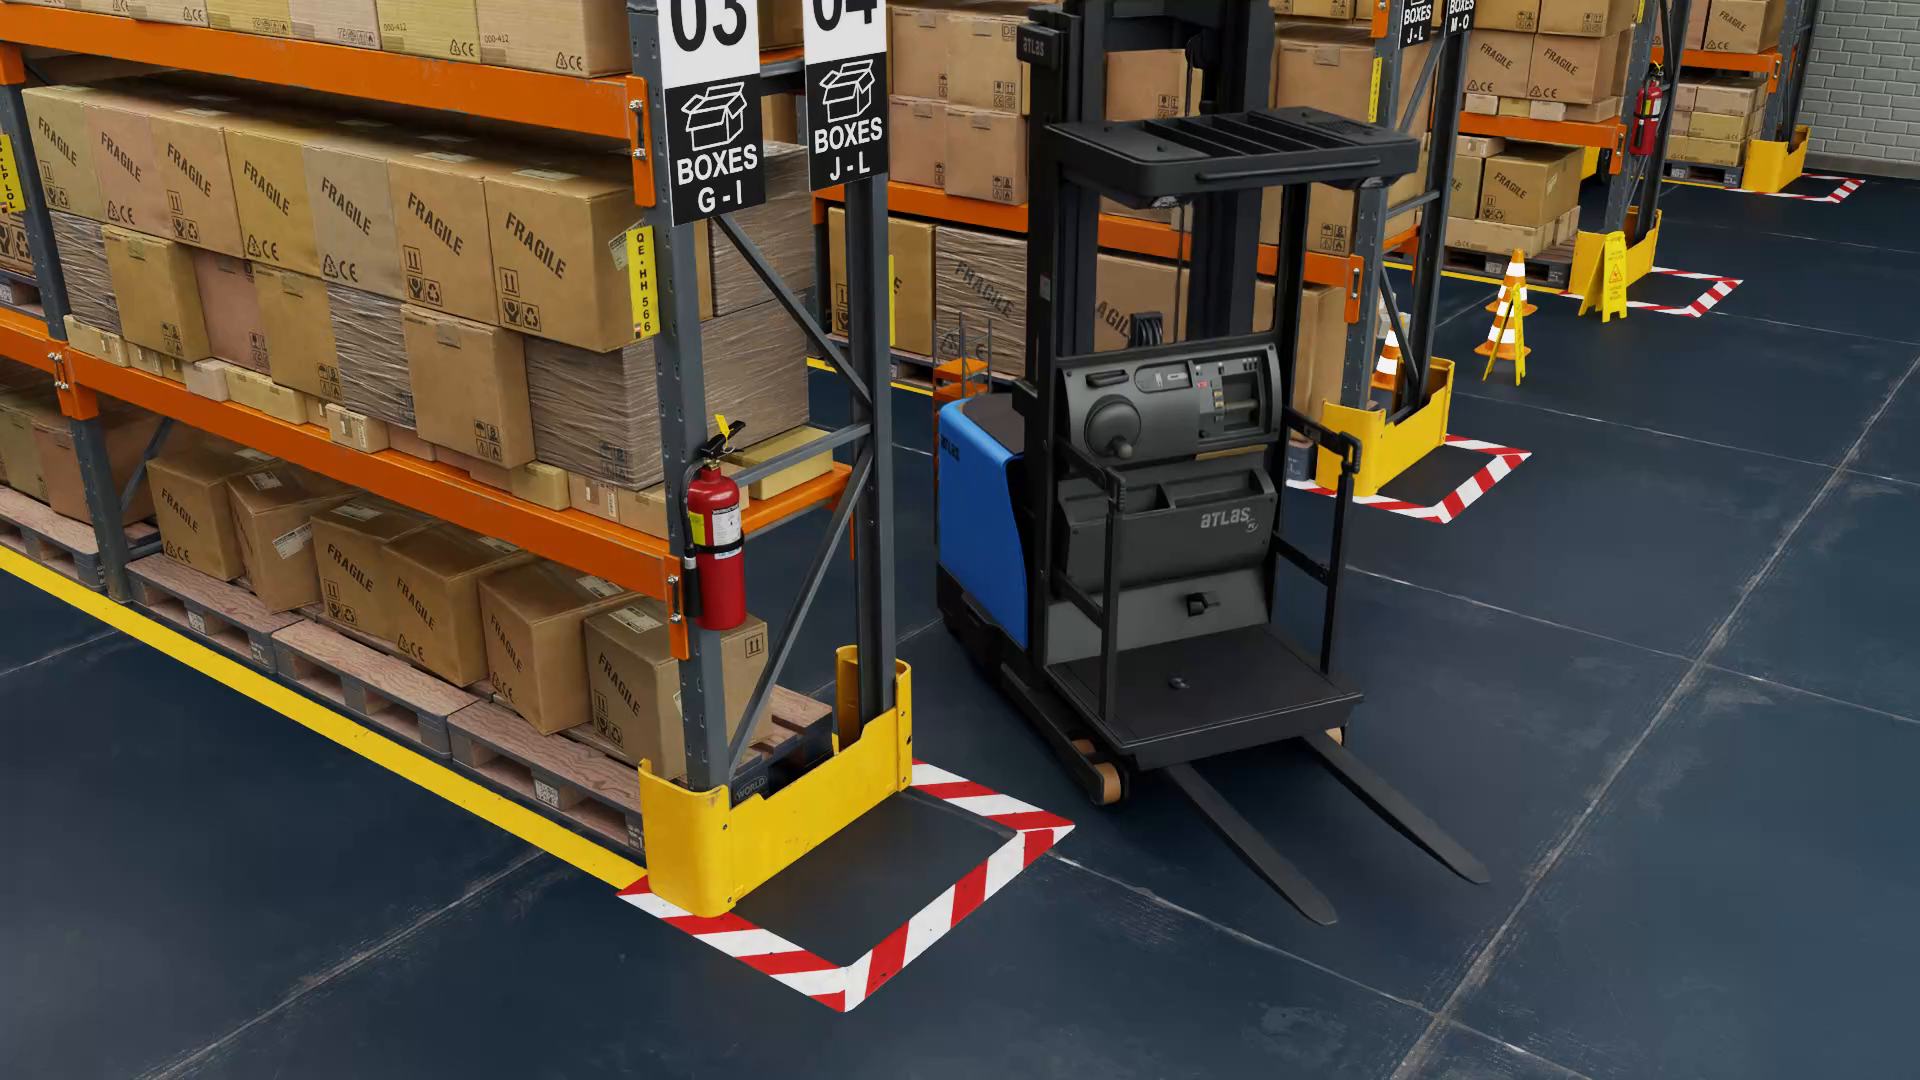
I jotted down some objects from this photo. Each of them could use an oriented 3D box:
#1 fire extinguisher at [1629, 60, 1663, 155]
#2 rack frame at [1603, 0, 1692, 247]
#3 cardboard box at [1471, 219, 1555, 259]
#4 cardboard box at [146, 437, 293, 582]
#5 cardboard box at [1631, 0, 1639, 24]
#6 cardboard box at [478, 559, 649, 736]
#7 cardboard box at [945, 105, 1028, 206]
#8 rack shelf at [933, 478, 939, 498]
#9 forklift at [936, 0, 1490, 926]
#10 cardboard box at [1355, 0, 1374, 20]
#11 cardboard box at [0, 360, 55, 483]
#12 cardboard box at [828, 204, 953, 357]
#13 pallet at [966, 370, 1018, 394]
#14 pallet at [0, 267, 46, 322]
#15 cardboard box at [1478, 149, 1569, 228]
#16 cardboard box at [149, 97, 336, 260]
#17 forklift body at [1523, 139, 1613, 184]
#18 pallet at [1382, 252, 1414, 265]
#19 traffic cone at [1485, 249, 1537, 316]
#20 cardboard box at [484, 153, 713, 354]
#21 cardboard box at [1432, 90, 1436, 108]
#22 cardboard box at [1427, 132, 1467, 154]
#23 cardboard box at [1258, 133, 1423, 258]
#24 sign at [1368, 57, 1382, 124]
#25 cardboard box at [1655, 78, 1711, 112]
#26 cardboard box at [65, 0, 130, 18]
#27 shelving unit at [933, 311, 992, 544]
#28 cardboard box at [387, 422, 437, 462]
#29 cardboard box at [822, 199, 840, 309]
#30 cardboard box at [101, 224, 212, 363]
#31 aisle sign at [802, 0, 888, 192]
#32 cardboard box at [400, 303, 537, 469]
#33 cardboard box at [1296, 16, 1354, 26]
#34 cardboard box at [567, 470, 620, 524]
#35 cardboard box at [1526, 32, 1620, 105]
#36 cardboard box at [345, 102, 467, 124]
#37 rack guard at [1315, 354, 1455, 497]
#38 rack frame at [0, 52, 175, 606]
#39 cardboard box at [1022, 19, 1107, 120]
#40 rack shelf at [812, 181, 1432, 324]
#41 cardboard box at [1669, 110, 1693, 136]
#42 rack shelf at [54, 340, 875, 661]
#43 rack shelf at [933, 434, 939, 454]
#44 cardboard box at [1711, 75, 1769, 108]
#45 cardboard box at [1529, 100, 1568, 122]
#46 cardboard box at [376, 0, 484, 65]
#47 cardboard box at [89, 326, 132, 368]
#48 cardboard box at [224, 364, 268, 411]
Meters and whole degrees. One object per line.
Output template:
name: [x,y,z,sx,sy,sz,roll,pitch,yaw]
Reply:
fire extinguisher: [5.169,-3.247,12.496,0.183,0.674,0.296,17,29,33]
rack frame: [5.354,-3.459,12.880,0.127,3.000,1.000,17,29,33]
cardboard box: [4.526,-2.507,13.610,0.500,0.250,0.500,17,29,33]
cardboard box: [-3.495,-0.168,7.989,0.500,0.500,0.500,16,28,32]
cardboard box: [6.956,-5.394,17.147,0.500,0.500,0.500,16,29,32]
cardboard box: [-1.578,0.400,6.701,0.500,0.500,0.500,-17,29,-34]
cardboard box: [0.383,-2.494,10.504,0.550,0.550,0.875,17,29,33]
rack shelf: [0.012,-0.285,8.615,0.180,0.103,0.258,17,29,33]
forklift: [0.912,-0.508,6.269,1.130,2.935,3.031,-9,25,-20]
cardboard box: [3.628,-4.532,13.582,0.500,0.500,0.700,17,29,33]
cardboard box: [-5.087,-0.698,9.169,0.500,0.500,0.700,14,27,29]
cardboard box: [-0.274,-1.850,11.343,0.875,0.875,0.875,17,29,34]
pallet: [0.807,-1.025,10.814,1.213,0.211,1.003,17,29,33]
pallet: [-4.315,-1.373,8.383,1.213,0.211,1.003,17,29,33]
cardboard box: [4.556,-2.846,13.447,0.500,0.500,0.500,17,29,34]
cardboard box: [-2.782,-1.436,6.556,0.500,0.500,0.500,17,29,33]
forklift body: [5.716,-4.543,16.393,1.214,2.155,2.313,17,29,33]
pallet: [3.692,-2.704,14.626,1.213,0.211,1.003,17,29,33]
traffic cone: [4.236,-1.986,12.683,0.334,0.463,0.336,17,29,33]
cardboard box: [-1.178,-0.954,5.463,0.500,0.500,0.500,17,29,33]
cardboard box: [3.861,-3.652,13.630,0.250,0.149,0.380,16,29,33]
cardboard box: [4.023,-3.271,13.609,0.250,0.149,0.380,17,29,34]
cardboard box: [2.142,-1.981,9.340,0.550,0.550,0.875,17,29,33]
sign: [2.129,-2.304,8.529,0.005,0.325,0.100,17,29,33]
cardboard box: [7.360,-4.585,17.085,0.500,0.250,0.500,17,29,34]
cardboard box: [-3.158,-2.215,6.523,0.500,0.250,0.500,17,29,33]
shelving unit: [0.012,-0.546,8.500,0.189,1.200,0.258,17,29,33]
cardboard box: [-1.952,-0.446,6.353,0.250,0.149,0.380,17,29,33]
cardboard box: [-1.286,-2.088,12.039,0.750,0.750,1.050,17,29,33]
cardboard box: [-3.089,-1.150,7.146,0.500,0.500,0.875,17,29,33]
aisle sign: [-0.360,-1.533,5.285,0.004,0.787,0.394,17,29,33]
cardboard box: [-1.486,-0.668,6.052,0.500,0.500,0.875,17,29,33]
cardboard box: [3.147,-4.172,14.006,0.500,0.500,0.500,17,29,33]
cardboard box: [-1.141,-0.210,5.817,0.250,0.149,0.380,17,29,33]
cardboard box: [4.754,-3.683,12.896,0.500,0.500,0.500,16,29,32]
cardboard box: [-2.067,-1.485,6.666,0.500,0.500,0.500,17,29,33]
rack guard: [2.485,-0.688,9.691,0.348,0.500,1.175,17,29,33]
rack frame: [-3.791,-1.229,7.819,0.127,3.000,1.000,17,29,33]
cardboard box: [0.828,-2.871,10.021,0.500,0.550,0.875,17,29,33]
rack shelf: [0.865,-1.992,10.443,4.000,0.370,1.077,17,29,33]
cardboard box: [7.356,-4.366,17.207,0.500,0.250,0.500,16,29,33]
rack shelf: [-2.190,-0.416,6.866,4.000,0.370,1.077,17,29,33]
rack shelf: [0.012,-0.505,8.518,0.180,0.103,0.258,17,29,33]
cardboard box: [8.056,-4.630,17.187,0.500,0.250,0.500,16,29,33]
cardboard box: [4.657,-3.391,13.037,0.250,0.149,0.380,16,29,33]
cardboard box: [-1.529,-1.720,5.399,0.500,0.250,0.500,17,29,34]
cardboard box: [-3.607,-0.900,7.384,0.250,0.149,0.380,17,29,33]
cardboard box: [-2.784,-0.671,6.863,0.250,0.149,0.380,17,29,33]
